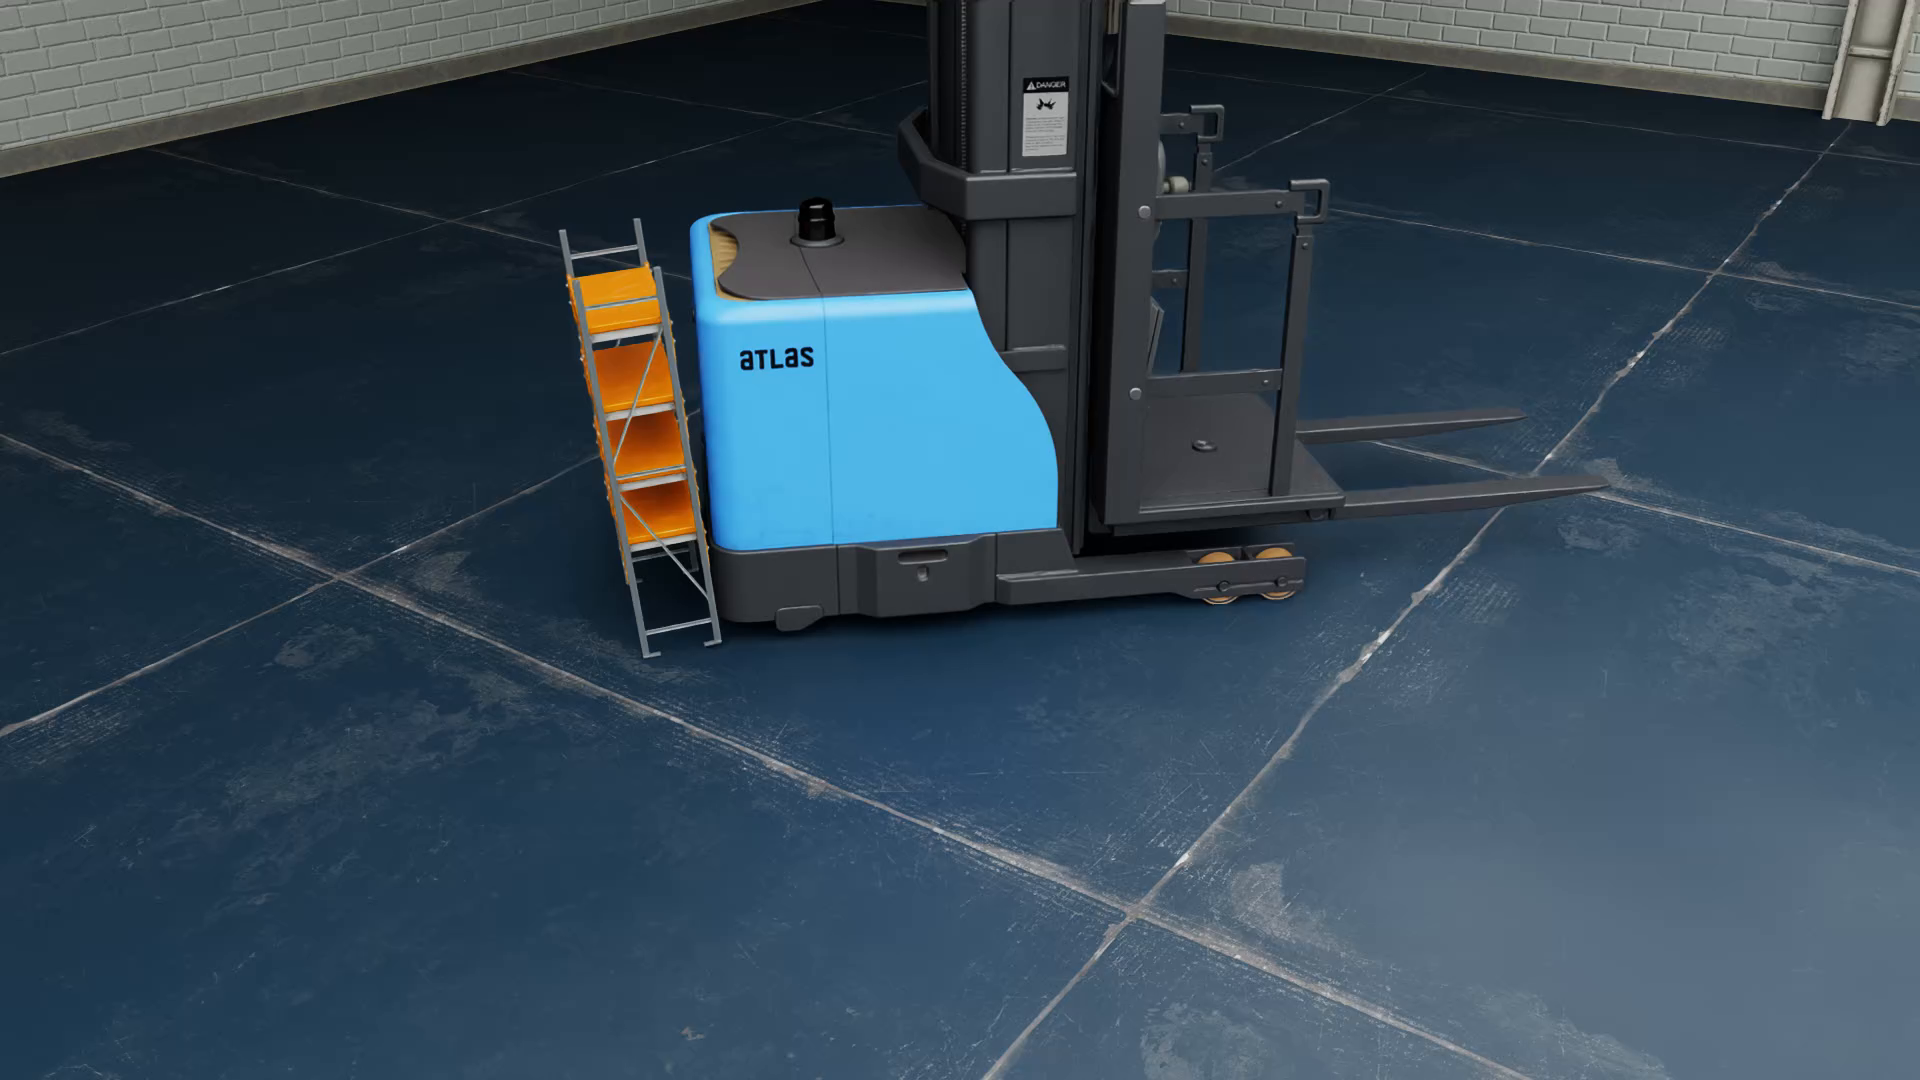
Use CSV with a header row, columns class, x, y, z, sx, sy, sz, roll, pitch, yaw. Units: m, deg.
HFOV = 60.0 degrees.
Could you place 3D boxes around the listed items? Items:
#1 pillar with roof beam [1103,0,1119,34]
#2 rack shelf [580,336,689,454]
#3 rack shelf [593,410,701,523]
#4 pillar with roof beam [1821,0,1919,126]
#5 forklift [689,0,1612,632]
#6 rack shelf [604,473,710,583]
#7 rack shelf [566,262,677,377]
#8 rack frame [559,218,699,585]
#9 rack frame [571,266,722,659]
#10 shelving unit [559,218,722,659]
class,x,y,z,sx,sy,sz,roll,pitch,yaw
pillar with roof beam,-1.199,-6.854,9.296,0.400,9.000,9.100,17,32,30
rack shelf,-0.967,-0.437,4.922,0.258,0.148,0.480,-11,29,-12
rack shelf,-0.951,-0.240,5.027,0.258,0.148,0.480,-11,29,-12
pillar with roof beam,3.747,-5.313,6.268,0.400,9.000,9.100,17,32,30
forklift,0.660,-1.330,5.131,3.031,2.935,1.130,-4,27,-9
rack shelf,-0.937,-0.065,5.120,0.258,0.148,0.480,-11,29,-12
rack shelf,-0.984,-0.645,4.811,0.258,0.148,0.480,-11,29,-12
rack frame,-1.024,-0.405,5.204,0.240,1.200,0.015,-11,29,-12
rack frame,-0.888,-0.193,4.787,0.240,1.200,0.015,-11,29,-12
shelving unit,-0.956,-0.299,4.995,0.258,1.200,0.503,-11,29,-12
